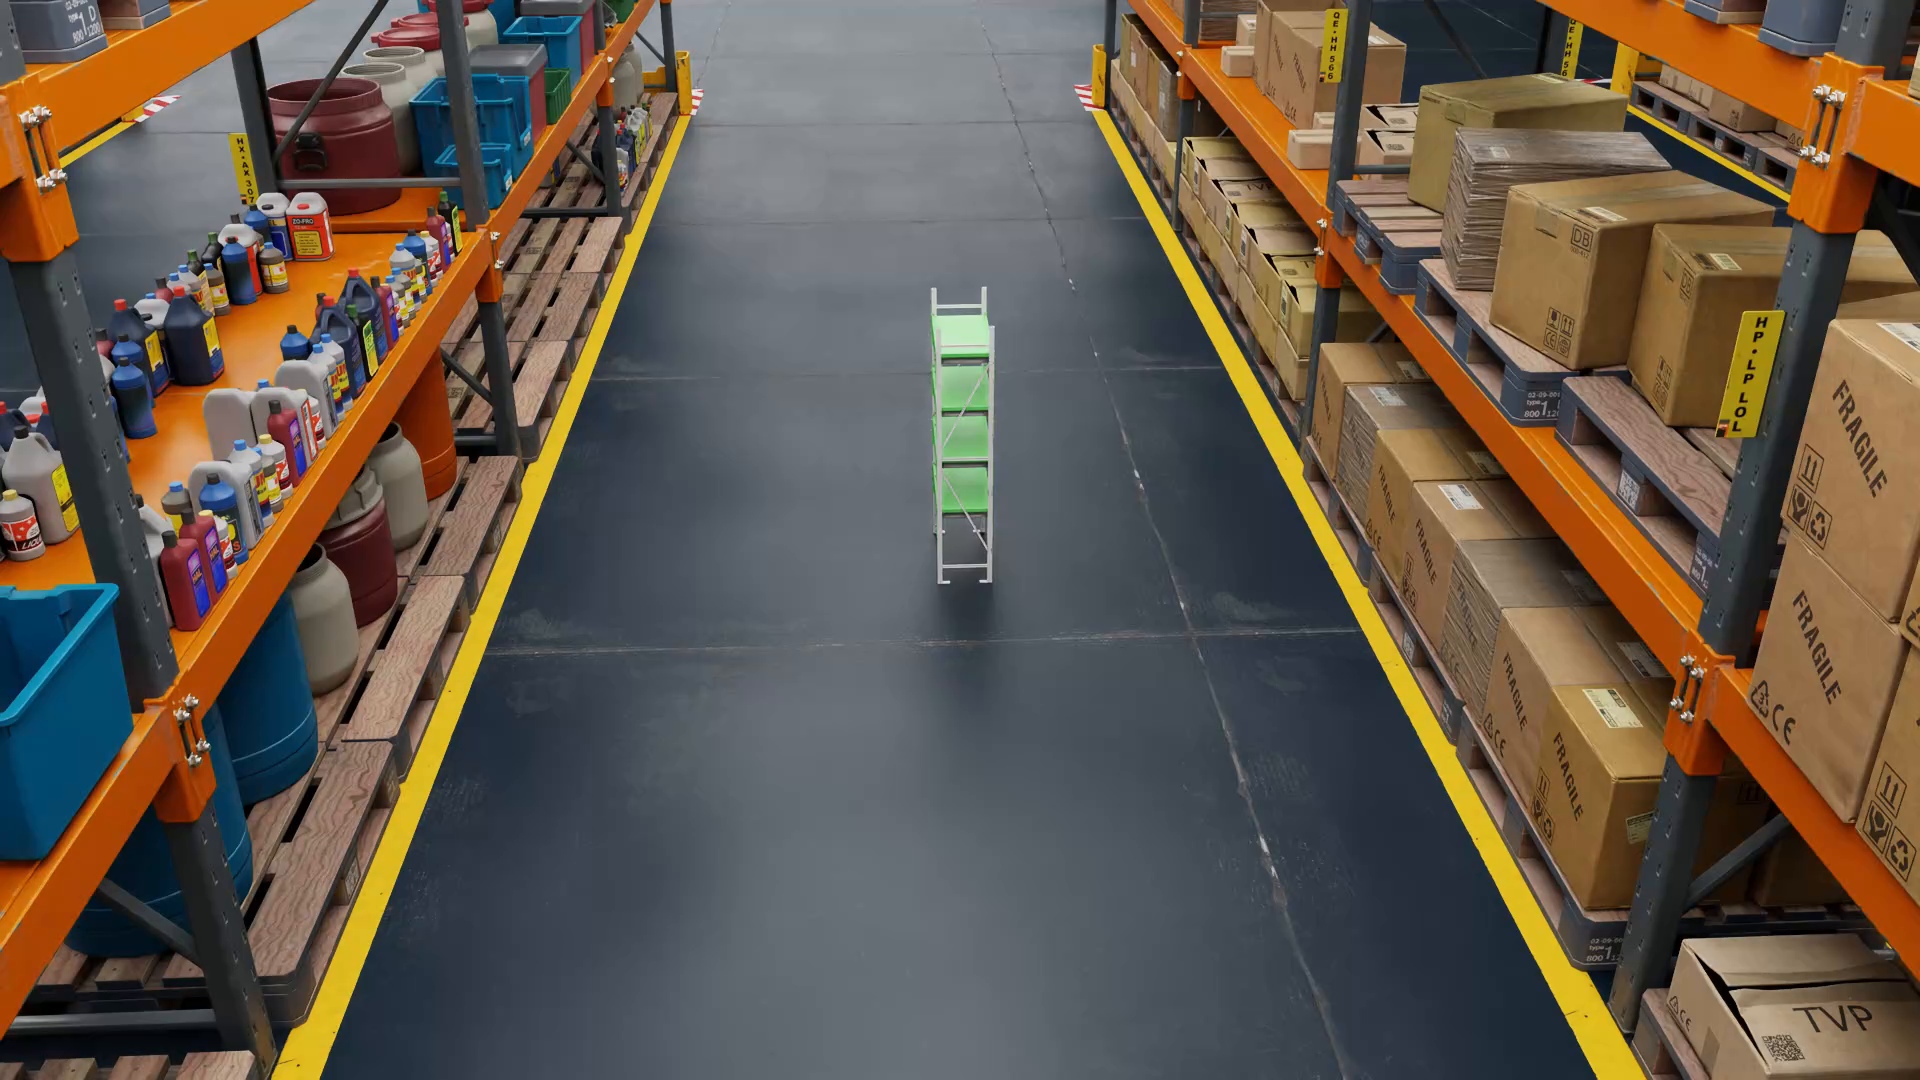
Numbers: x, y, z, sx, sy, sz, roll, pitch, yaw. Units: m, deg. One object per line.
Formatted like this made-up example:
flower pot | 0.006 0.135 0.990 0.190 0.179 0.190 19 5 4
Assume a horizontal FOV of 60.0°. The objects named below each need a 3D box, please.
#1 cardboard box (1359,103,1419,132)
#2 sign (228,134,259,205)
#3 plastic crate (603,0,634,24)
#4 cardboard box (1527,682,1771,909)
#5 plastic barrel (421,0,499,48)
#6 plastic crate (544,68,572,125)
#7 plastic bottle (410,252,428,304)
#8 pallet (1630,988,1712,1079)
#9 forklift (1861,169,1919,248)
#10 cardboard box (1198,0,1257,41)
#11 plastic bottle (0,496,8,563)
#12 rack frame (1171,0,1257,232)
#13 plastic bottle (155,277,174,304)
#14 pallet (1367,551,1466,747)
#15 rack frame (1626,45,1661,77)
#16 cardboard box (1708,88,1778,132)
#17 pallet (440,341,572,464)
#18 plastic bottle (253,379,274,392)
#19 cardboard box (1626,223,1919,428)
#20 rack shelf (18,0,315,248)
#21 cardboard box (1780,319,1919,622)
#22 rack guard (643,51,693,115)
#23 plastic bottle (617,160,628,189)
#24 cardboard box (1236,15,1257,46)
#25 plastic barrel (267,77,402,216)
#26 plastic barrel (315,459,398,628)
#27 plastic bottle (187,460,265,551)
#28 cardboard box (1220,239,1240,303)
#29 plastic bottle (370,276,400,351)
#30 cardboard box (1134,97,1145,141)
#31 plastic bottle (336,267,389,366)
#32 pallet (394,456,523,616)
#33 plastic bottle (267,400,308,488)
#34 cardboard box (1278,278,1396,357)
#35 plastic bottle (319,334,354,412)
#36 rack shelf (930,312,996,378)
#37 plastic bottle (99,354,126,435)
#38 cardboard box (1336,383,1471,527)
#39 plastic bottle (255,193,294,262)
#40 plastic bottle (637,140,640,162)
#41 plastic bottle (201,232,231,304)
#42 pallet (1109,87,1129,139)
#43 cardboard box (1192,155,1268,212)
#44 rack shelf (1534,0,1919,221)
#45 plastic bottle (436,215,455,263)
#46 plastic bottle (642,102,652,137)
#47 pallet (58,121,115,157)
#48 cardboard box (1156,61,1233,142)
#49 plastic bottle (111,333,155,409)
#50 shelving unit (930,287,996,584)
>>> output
cardboard box | 2.399 -2.125 8.676 0.500 0.311 0.500 -2 28 -3
sign | -3.244 -1.684 7.559 0.100 0.325 0.005 -1 28 -3
plastic crate | -2.693 -4.016 12.435 0.450 0.188 0.662 -1 28 -3
cardboard box | 2.149 0.793 5.213 0.500 0.500 0.500 -2 28 -3
plastic barrel | -3.073 -3.089 10.282 0.433 0.535 0.433 0 28 0
plastic crate | -2.531 -2.584 9.691 0.450 0.188 0.662 -1 28 -3
plastic bottle | -2.233 -1.069 6.770 0.097 0.201 0.097 0 28 0
pallet | 2.496 1.654 4.350 1.003 0.211 1.213 -1 28 -3
forklift | 4.959 -1.800 8.031 1.130 2.935 3.031 20 34 33
cardboard box | 2.014 -3.843 11.766 0.700 0.500 0.500 -2 28 -4
plastic bottle | -2.848 -0.069 4.773 0.152 0.276 0.135 -1 28 -3
rack frame | 2.043 -3.594 11.397 1.000 3.000 0.127 -1 28 -3
plastic bottle | -2.980 -0.834 6.233 0.061 0.283 0.133 -1 28 -3
pallet | 2.314 0.398 6.759 1.003 0.211 1.213 -1 28 -3
rack frame | 6.781 -5.562 15.171 1.000 3.000 0.127 -1 28 -3
cardboard box | 6.745 -3.724 13.874 0.700 0.500 0.500 -3 28 -6
pallet | -2.697 -0.751 8.961 1.003 0.211 1.213 -1 28 -3
plastic bottle | -2.314 -0.439 5.564 0.097 0.201 0.097 0 28 0
cardboard box | 2.560 -0.670 5.229 0.700 0.500 0.500 3 28 5
rack shelf | -2.590 -1.716 5.331 1.077 0.370 4.000 -1 28 -3
cardboard box | 2.204 -0.162 3.629 0.500 0.500 0.500 -1 28 -1
rack guard | -3.062 -4.181 15.225 1.175 0.500 0.348 -1 28 -3
plastic bottle | -2.493 -2.682 12.199 0.097 0.201 0.097 0 28 0
cardboard box | 2.112 -3.301 10.997 0.500 0.250 0.500 0 28 1
plastic barrel | -3.022 -1.896 7.994 0.600 0.536 0.708 -1 28 -3
plastic barrel | -2.593 0.001 6.657 0.600 0.588 0.708 -1 28 -3
plastic bottle | -2.149 -0.118 4.867 0.152 0.276 0.135 -1 28 -3
cardboard box | 1.898 -1.658 10.205 0.500 0.250 0.500 -1 28 -2
plastic bottle | -2.188 -0.873 6.305 0.061 0.283 0.133 -1 28 -3
cardboard box | 1.717 -3.462 13.664 0.500 0.250 0.500 -1 28 -3
plastic bottle | -2.221 -0.828 6.147 0.144 0.351 0.185 -1 28 -3
pallet | -2.612 -0.029 7.578 1.003 0.211 1.213 -1 28 -3
plastic bottle | -2.125 -0.319 5.245 0.061 0.283 0.133 -1 28 -3
cardboard box | 1.979 -1.198 8.716 0.500 0.311 0.500 -1 28 -1
plastic bottle | -2.174 -0.581 5.760 0.097 0.271 0.097 0 28 0
rack shelf | 0.009 -0.824 7.134 0.258 0.148 0.480 -1 28 -3
plastic bottle | -2.894 -0.471 5.544 0.152 0.276 0.135 -1 28 -3
cardboard box | 2.023 -0.374 7.452 0.500 0.500 0.500 -2 28 -5
plastic bottle | -2.995 -1.366 7.259 0.152 0.276 0.135 -1 28 -3
plastic bottle | -2.533 -3.031 12.869 0.097 0.201 0.097 0 28 0
plastic bottle | -3.009 -1.093 6.727 0.061 0.283 0.133 -1 28 -3
pallet | 1.916 -3.852 14.908 1.003 0.211 1.213 -1 28 -3
cardboard box | 1.837 -2.381 10.985 0.500 0.311 0.500 -2 28 -3
rack shelf | 2.356 -1.834 5.557 1.077 0.370 4.000 -1 28 -3
plastic bottle | -2.260 -1.310 7.233 0.097 0.201 0.097 0 28 0
plastic bottle | -2.555 -3.423 13.530 0.061 0.283 0.133 -1 28 -1
pallet | -8.048 -3.556 14.340 1.003 0.211 1.213 -1 28 -3
cardboard box | 1.786 -3.333 12.606 0.500 0.500 0.500 -1 28 -3
plastic bottle | -2.874 -0.585 5.768 0.097 0.271 0.097 0 28 0
shelving unit | 0.009 -0.456 7.326 0.258 1.200 0.503 -1 28 -3
